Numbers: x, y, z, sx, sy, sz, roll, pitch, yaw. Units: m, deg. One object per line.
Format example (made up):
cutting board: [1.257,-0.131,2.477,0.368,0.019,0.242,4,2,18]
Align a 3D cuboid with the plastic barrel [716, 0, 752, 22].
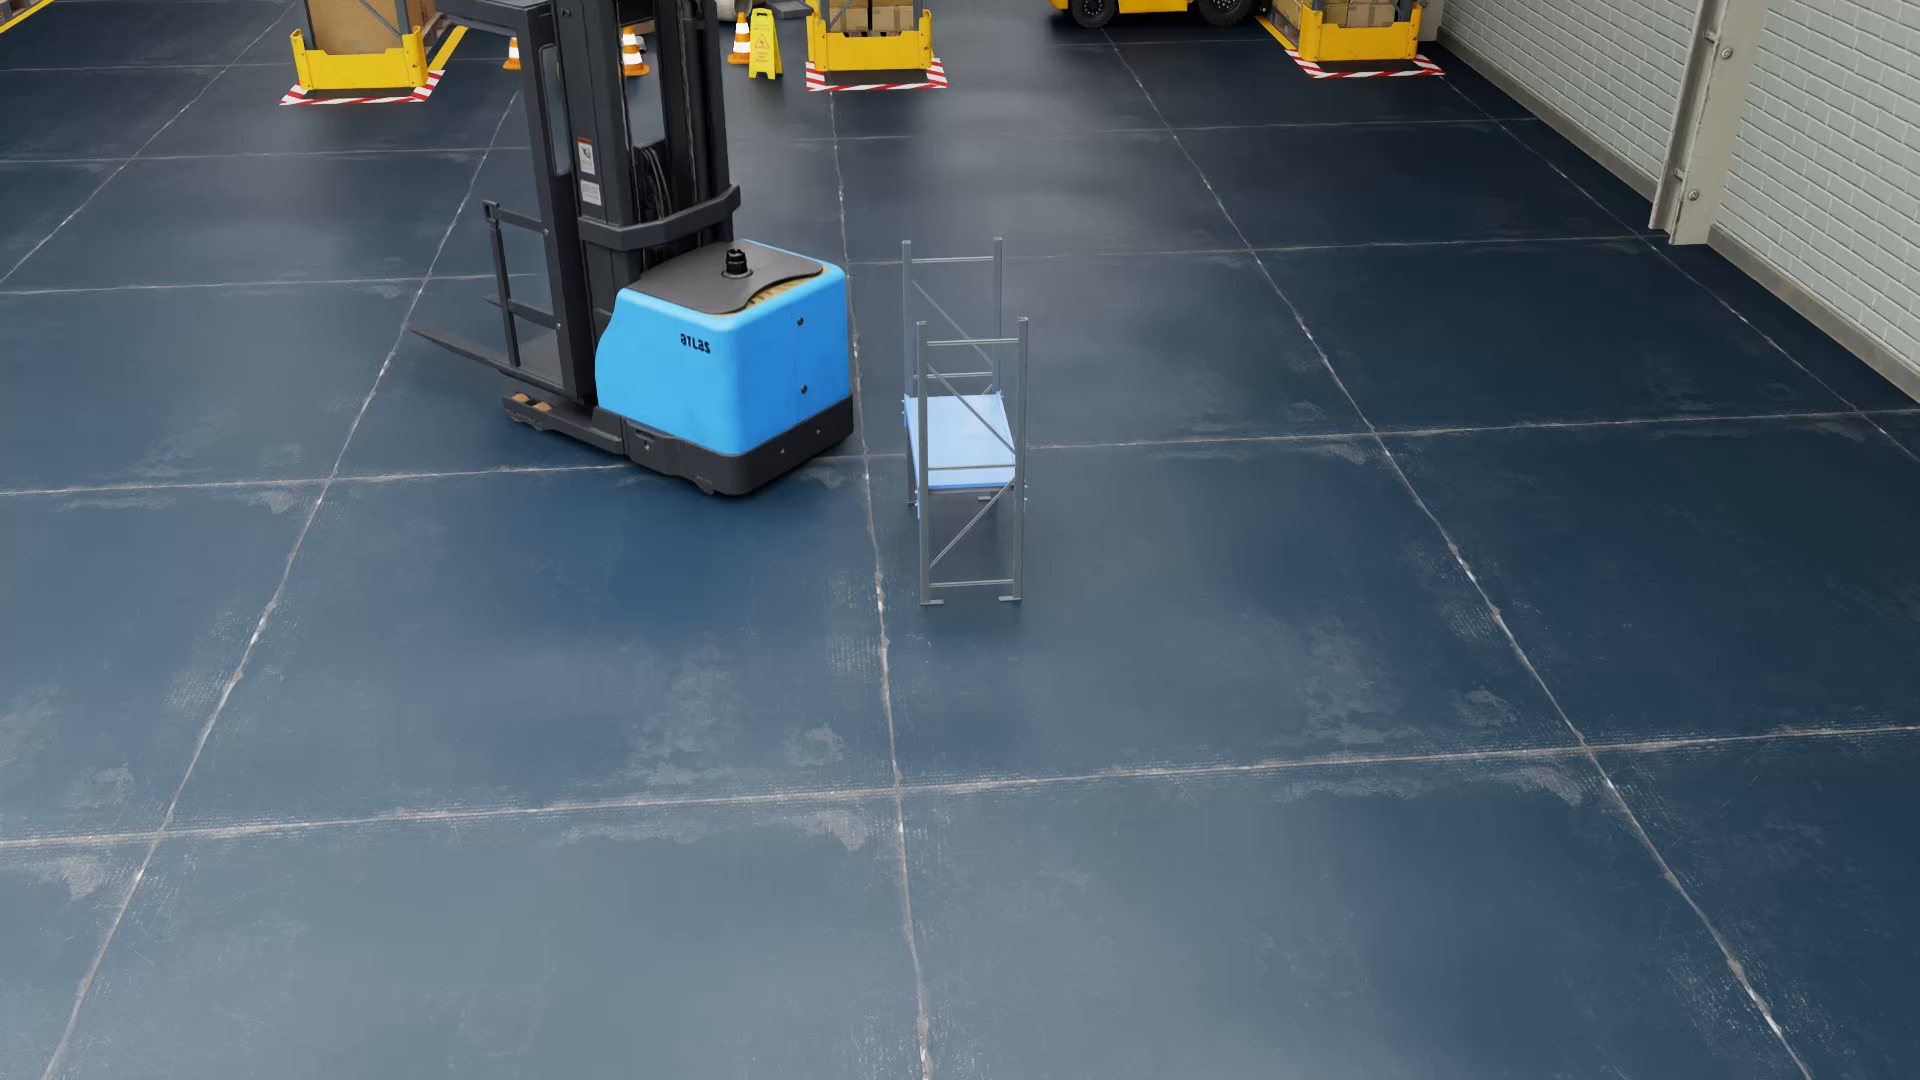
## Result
plastic barrel: [-2.572,-5.908,18.228,0.512,0.421,0.421,20,36,29]

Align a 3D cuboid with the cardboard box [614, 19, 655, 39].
cardboard box: [-3.556,-5.736,17.862,0.637,0.503,0.797,27,40,37]

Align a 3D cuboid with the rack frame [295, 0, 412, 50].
rack frame: [-5.791,-5.743,15.440,1.000,3.000,0.127,-3,31,-5]

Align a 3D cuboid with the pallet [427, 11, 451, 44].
pallet: [-6.054,-5.572,17.873,1.003,0.211,1.213,-3,31,-5]

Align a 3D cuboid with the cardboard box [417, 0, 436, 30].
cardboard box: [-6.004,-5.804,17.204,0.875,0.875,0.875,-3,31,-5]

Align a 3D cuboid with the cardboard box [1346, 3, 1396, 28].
cardboard box: [4.219,-5.532,17.358,0.500,0.250,0.500,-3,31,-4]

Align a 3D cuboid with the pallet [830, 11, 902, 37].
pallet: [-0.920,-5.290,17.401,1.003,0.211,1.213,-3,31,-5]

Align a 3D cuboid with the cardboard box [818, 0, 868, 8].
cardboard box: [-1.206,-5.750,16.993,0.500,0.500,0.500,-3,31,-4]

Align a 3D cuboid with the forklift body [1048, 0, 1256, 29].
forklift body: [2.076,-6.788,18.017,2.313,2.155,1.214,-3,31,-5]

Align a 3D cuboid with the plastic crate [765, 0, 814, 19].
plastic crate: [-1.915,-5.980,18.684,0.402,0.080,0.583,-14,33,-22]

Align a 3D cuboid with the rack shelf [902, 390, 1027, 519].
rack shelf: [0.008,-0.446,8.385,0.538,0.185,1.000,-3,31,-5]

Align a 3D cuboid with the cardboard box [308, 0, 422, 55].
cardboard box: [-5.920,-5.354,16.452,0.875,0.875,0.875,-3,31,-4]

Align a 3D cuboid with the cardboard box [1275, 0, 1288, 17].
cardboard box: [3.674,-5.751,17.724,0.500,0.250,0.500,-3,31,-5]

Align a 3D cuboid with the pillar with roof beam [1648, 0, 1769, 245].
pillar with roof beam: [1.177,-5.976,9.980,9.100,9.000,0.400,-3,31,-5]

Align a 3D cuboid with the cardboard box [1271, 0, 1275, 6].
cardboard box: [3.637,-6.007,18.153,0.500,0.250,0.500,-2,31,-4]

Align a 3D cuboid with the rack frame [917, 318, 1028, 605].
rack frame: [0.055,-0.341,7.858,0.500,1.500,0.032,-3,31,-5]

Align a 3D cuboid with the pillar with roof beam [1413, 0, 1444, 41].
pillar with roof beam: [0.616,-9.040,15.109,9.100,9.000,0.400,-3,31,-5]

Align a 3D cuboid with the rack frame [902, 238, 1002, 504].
rack frame: [-0.040,-0.860,8.727,0.500,1.500,0.032,-3,31,-5]

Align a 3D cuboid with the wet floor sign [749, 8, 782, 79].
wet floor sign: [-1.919,-4.873,16.279,0.267,0.644,0.232,8,32,13]

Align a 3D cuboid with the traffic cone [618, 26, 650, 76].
traffic cone: [-3.270,-4.874,16.458,0.336,0.463,0.334,-3,31,-5]

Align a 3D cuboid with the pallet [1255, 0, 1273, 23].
pallet: [3.846,-6.085,18.731,1.003,0.211,1.213,-3,31,-5]

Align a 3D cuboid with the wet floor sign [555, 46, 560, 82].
wet floor sign: [-3.817,-4.813,16.178,0.267,0.644,0.232,-8,32,-13]

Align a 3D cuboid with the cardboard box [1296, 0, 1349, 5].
cardboard box: [3.713,-5.720,17.185,0.500,0.250,0.500,-3,31,-5]

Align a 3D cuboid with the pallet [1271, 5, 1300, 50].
pallet: [3.957,-5.463,17.690,1.003,0.211,1.213,-3,31,-5]

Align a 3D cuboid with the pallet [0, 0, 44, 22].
pallet: [-11.014,-6.061,18.691,1.003,0.211,1.213,-3,31,-5]

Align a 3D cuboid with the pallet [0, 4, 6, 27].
pallet: [-10.897,-5.437,17.646,1.003,0.211,1.213,-3,31,-5]

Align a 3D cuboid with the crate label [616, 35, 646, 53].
crate label: [-3.405,-5.132,17.209,0.250,0.136,0.298,-20,36,-30]

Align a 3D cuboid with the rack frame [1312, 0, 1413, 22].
rack frame: [4.070,-6.272,16.325,1.000,3.000,0.127,-3,31,-5]

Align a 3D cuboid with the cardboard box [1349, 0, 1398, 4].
cardboard box: [4.233,-5.736,17.213,0.500,0.250,0.500,-2,31,-4]

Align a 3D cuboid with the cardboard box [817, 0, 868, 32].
cardboard box: [-1.217,-5.444,17.211,0.500,0.250,0.500,-3,31,-5]

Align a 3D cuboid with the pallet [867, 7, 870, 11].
pallet: [-1.030,-5.912,18.441,1.003,0.211,1.213,-3,31,-5]

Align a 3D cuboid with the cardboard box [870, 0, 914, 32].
cardboard box: [-0.672,-5.457,17.233,0.500,0.250,0.500,-3,31,-5]

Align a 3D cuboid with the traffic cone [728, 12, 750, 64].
traffic cone: [-2.196,-5.101,16.838,0.336,0.463,0.334,-3,31,-5]

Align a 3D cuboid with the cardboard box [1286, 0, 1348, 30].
cardboard box: [3.711,-5.496,17.299,0.500,0.250,0.500,-3,31,-4]

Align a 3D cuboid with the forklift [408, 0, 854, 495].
forklift: [-2.103,-2.097,9.403,3.031,2.935,1.130,21,37,31]

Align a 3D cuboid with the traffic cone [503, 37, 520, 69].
traffic cone: [-4.426,-4.993,16.658,0.336,0.463,0.334,-3,31,-5]

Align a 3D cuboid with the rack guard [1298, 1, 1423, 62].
rack guard: [4.072,-5.186,16.945,1.175,0.500,0.348,-3,31,-5]

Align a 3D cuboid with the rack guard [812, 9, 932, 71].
rack guard: [-0.879,-4.998,16.629,1.175,0.500,0.348,-3,31,-5]

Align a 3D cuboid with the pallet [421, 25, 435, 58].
pallet: [-5.943,-4.951,16.832,1.003,0.211,1.213,-3,31,-5]

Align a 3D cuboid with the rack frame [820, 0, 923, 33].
rack frame: [-0.872,-6.032,15.924,1.000,3.000,0.127,-3,31,-5]

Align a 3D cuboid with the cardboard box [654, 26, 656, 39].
cardboard box: [-3.005,-5.380,17.612,0.380,0.149,0.250,13,33,21]

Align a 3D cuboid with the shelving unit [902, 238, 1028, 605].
shelving unit: [0.008,-0.600,8.292,0.538,1.500,1.048,-3,31,-5]

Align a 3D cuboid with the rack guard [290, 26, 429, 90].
rack guard: [-5.788,-4.658,16.061,1.175,0.500,0.348,-3,31,-5]

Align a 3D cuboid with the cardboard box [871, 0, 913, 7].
cardboard box: [-0.675,-5.791,17.061,0.500,0.500,0.500,-4,31,-6]

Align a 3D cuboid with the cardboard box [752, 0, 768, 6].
cardboard box: [-2.500,-6.390,18.958,0.500,0.500,0.500,20,36,29]
